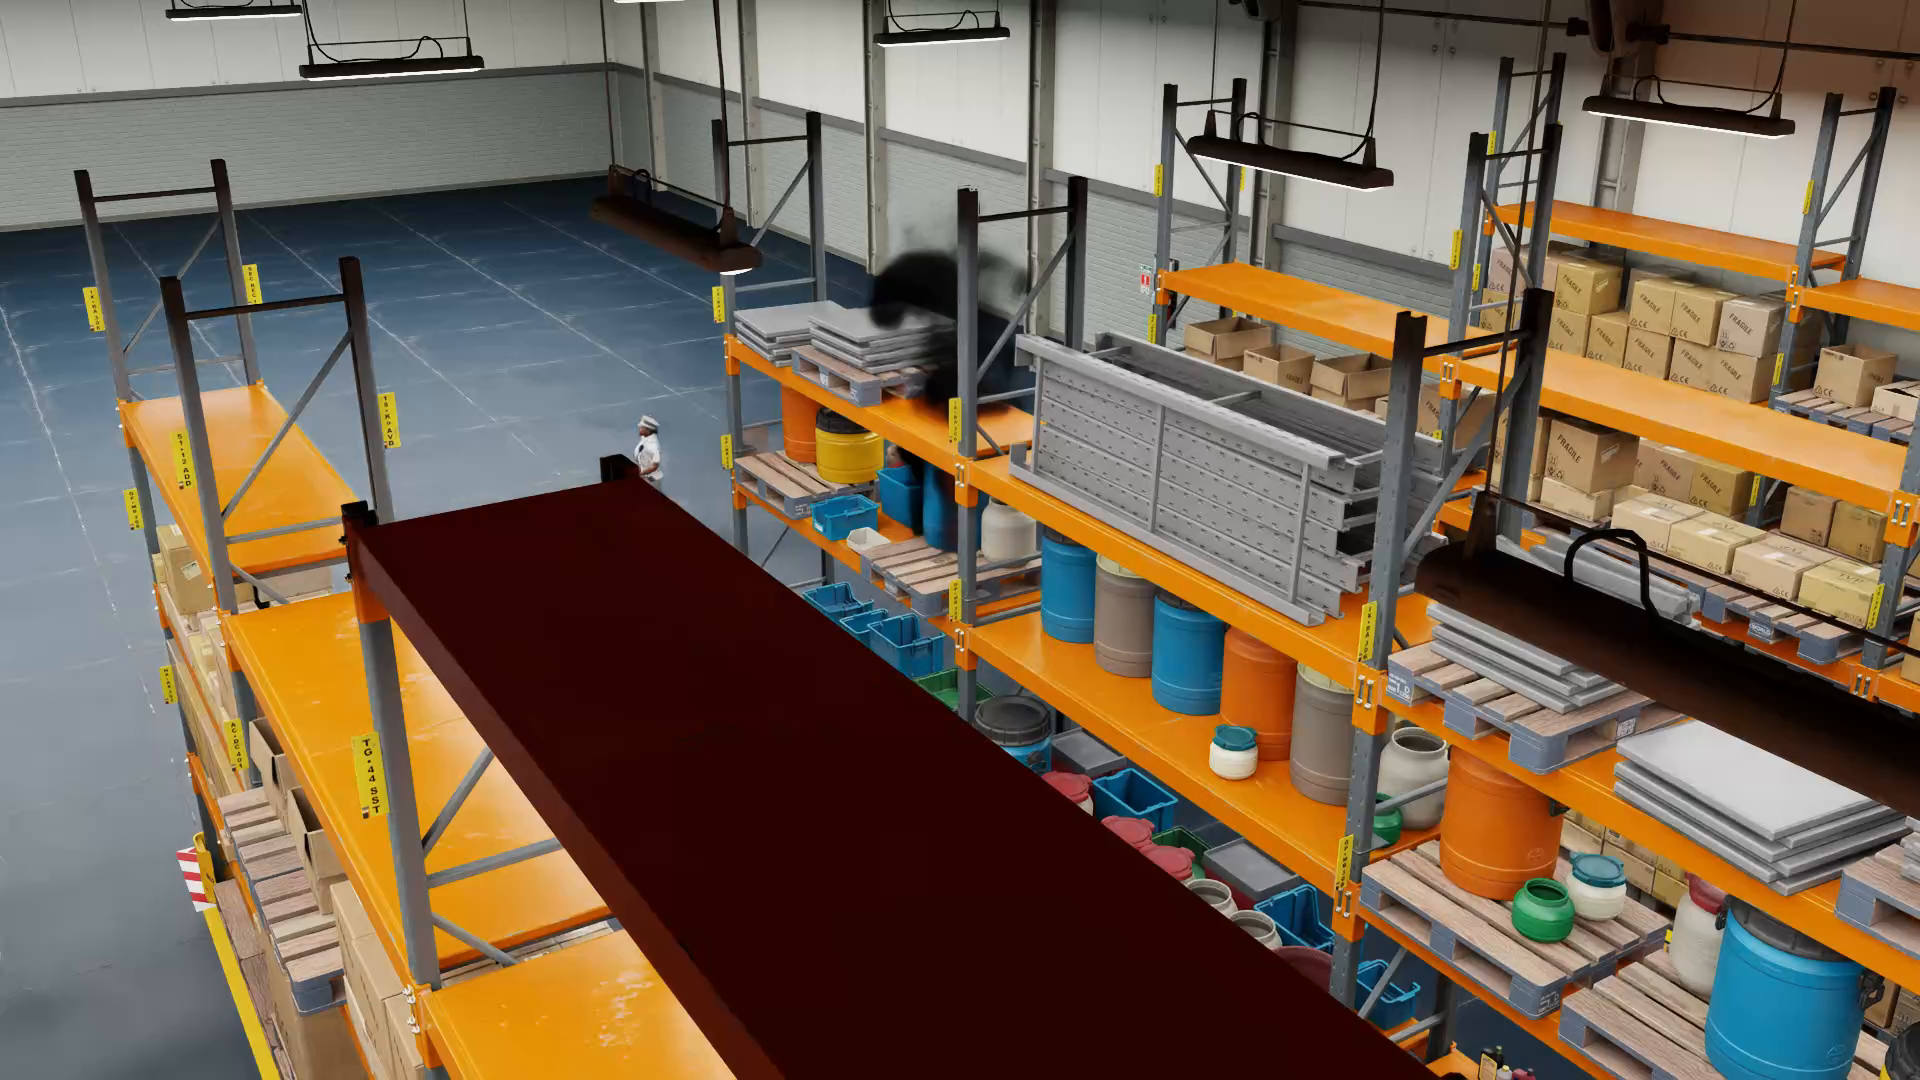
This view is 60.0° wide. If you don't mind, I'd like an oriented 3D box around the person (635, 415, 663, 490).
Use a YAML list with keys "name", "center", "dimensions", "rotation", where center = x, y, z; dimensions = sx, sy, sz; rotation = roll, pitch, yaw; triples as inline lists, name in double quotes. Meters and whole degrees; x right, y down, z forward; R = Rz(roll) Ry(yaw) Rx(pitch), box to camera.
- name: "person"
  center: [-3.948, -0.800, 21.182]
  dimensions: [0.561, 1.644, 0.574]
  rotation: [-6, 23, -16]

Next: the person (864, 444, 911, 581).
- name: "person"
  center: [-0.734, -0.287, 19.811]
  dimensions: [0.876, 1.760, 0.640]
  rotation: [0, 22, 1]
